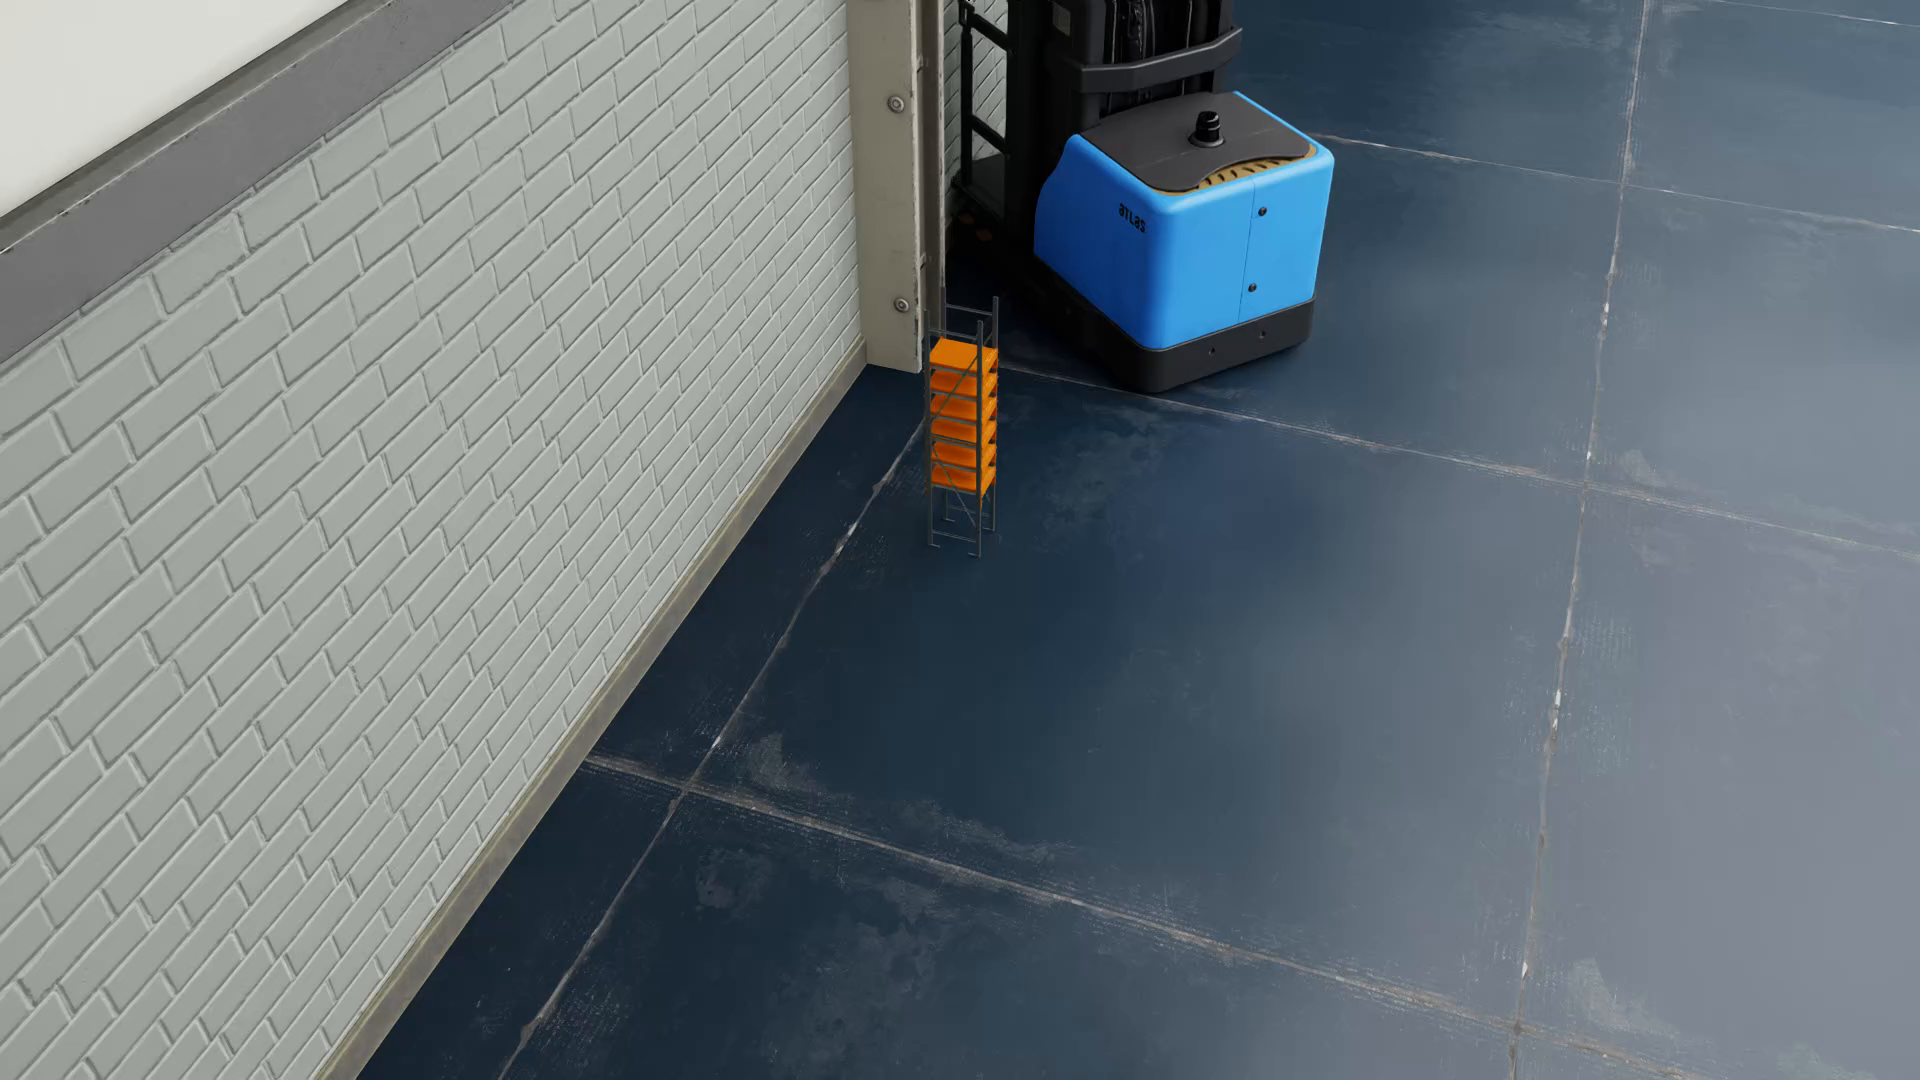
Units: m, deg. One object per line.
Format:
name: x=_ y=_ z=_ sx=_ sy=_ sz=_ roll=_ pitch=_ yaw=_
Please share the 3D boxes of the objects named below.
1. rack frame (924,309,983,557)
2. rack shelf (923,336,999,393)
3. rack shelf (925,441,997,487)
rack frame: x=-0.026 y=-0.409 z=6.806 sx=0.240 sy=1.200 sz=0.006 roll=13 pitch=42 yaw=15
rack shelf: x=0.005 y=-0.705 z=6.666 sx=0.258 sy=0.103 sz=0.180 roll=13 pitch=42 yaw=15
rack shelf: x=0.005 y=-0.340 z=6.978 sx=0.258 sy=0.103 sz=0.180 roll=13 pitch=42 yaw=15
